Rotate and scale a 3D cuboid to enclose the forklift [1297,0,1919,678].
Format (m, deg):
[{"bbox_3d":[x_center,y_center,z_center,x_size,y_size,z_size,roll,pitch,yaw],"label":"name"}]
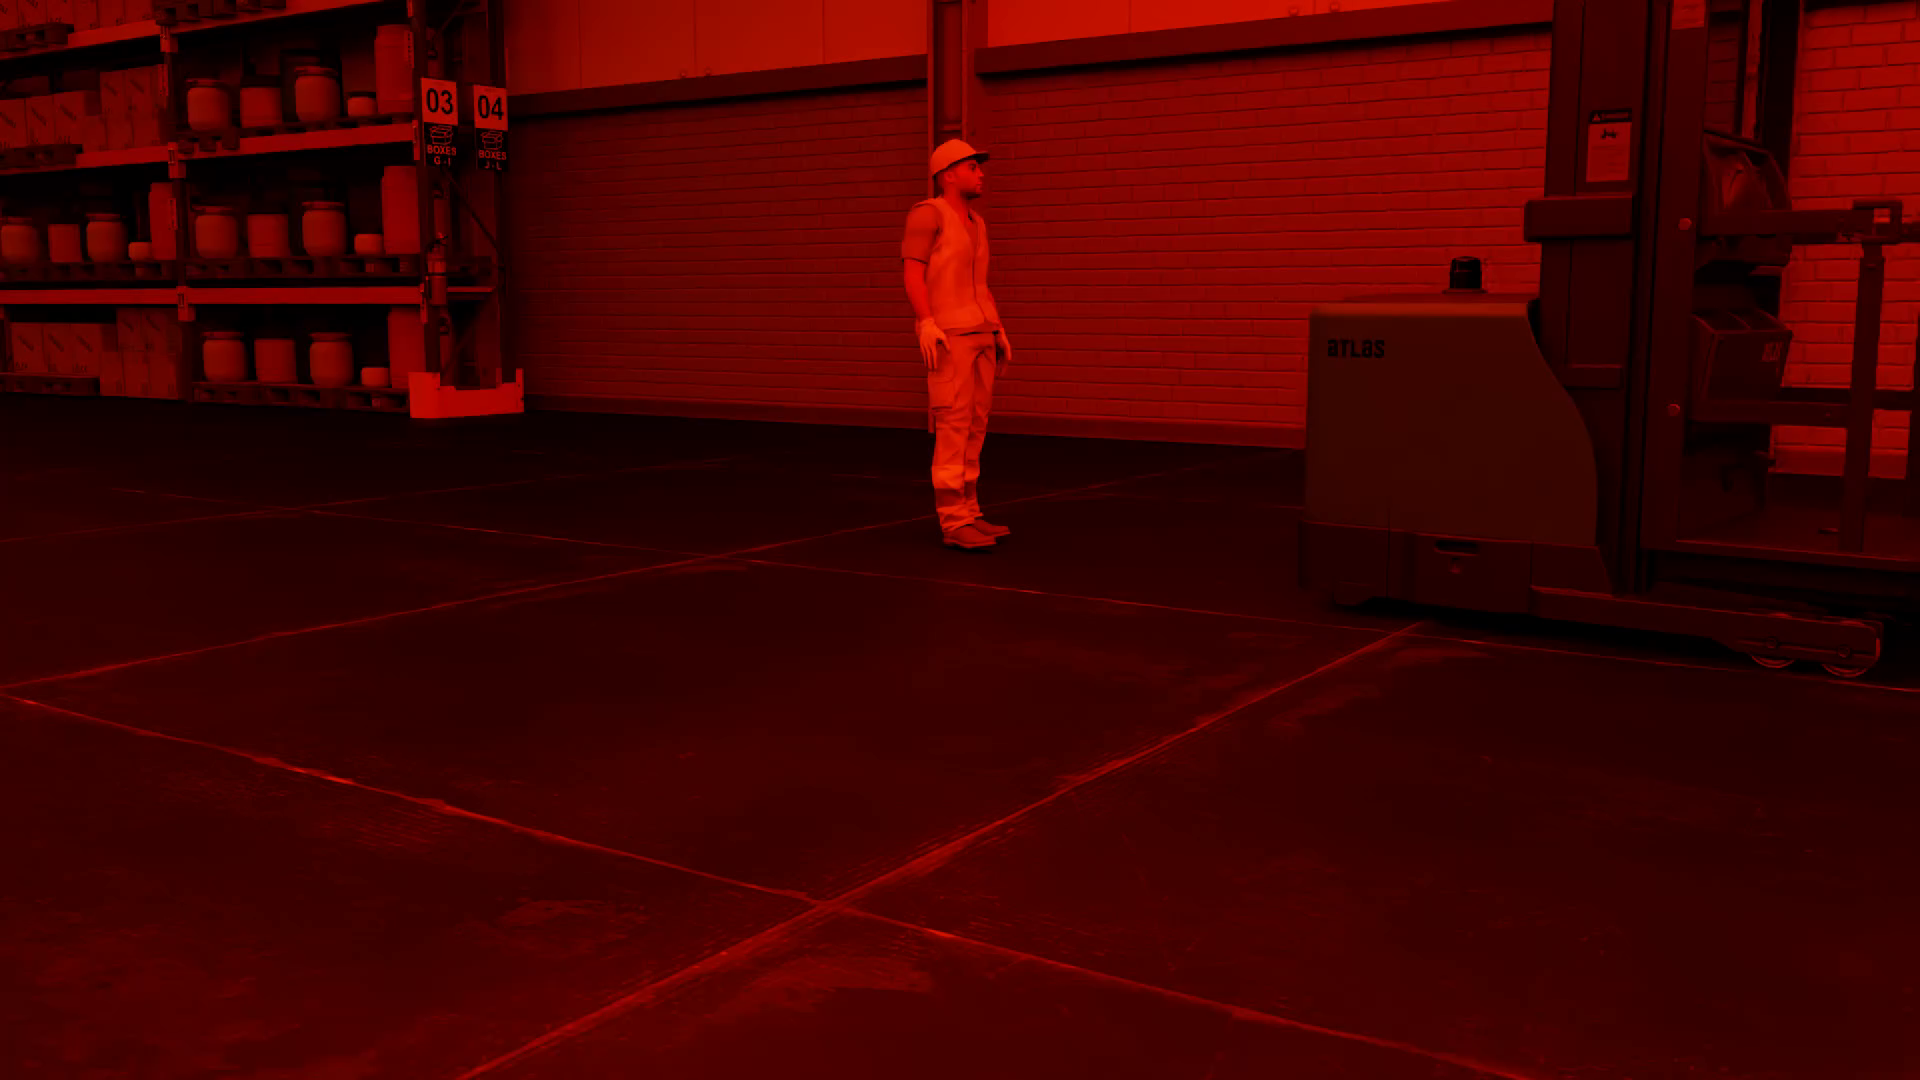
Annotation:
[{"bbox_3d":[2.672,-1.137,5.190,3.031,2.935,1.130,6,10,38],"label":"forklift"}]

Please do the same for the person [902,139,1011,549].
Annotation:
[{"bbox_3d":[0.059,-0.885,7.422,0.564,1.787,0.637,5,10,34],"label":"person"}]
